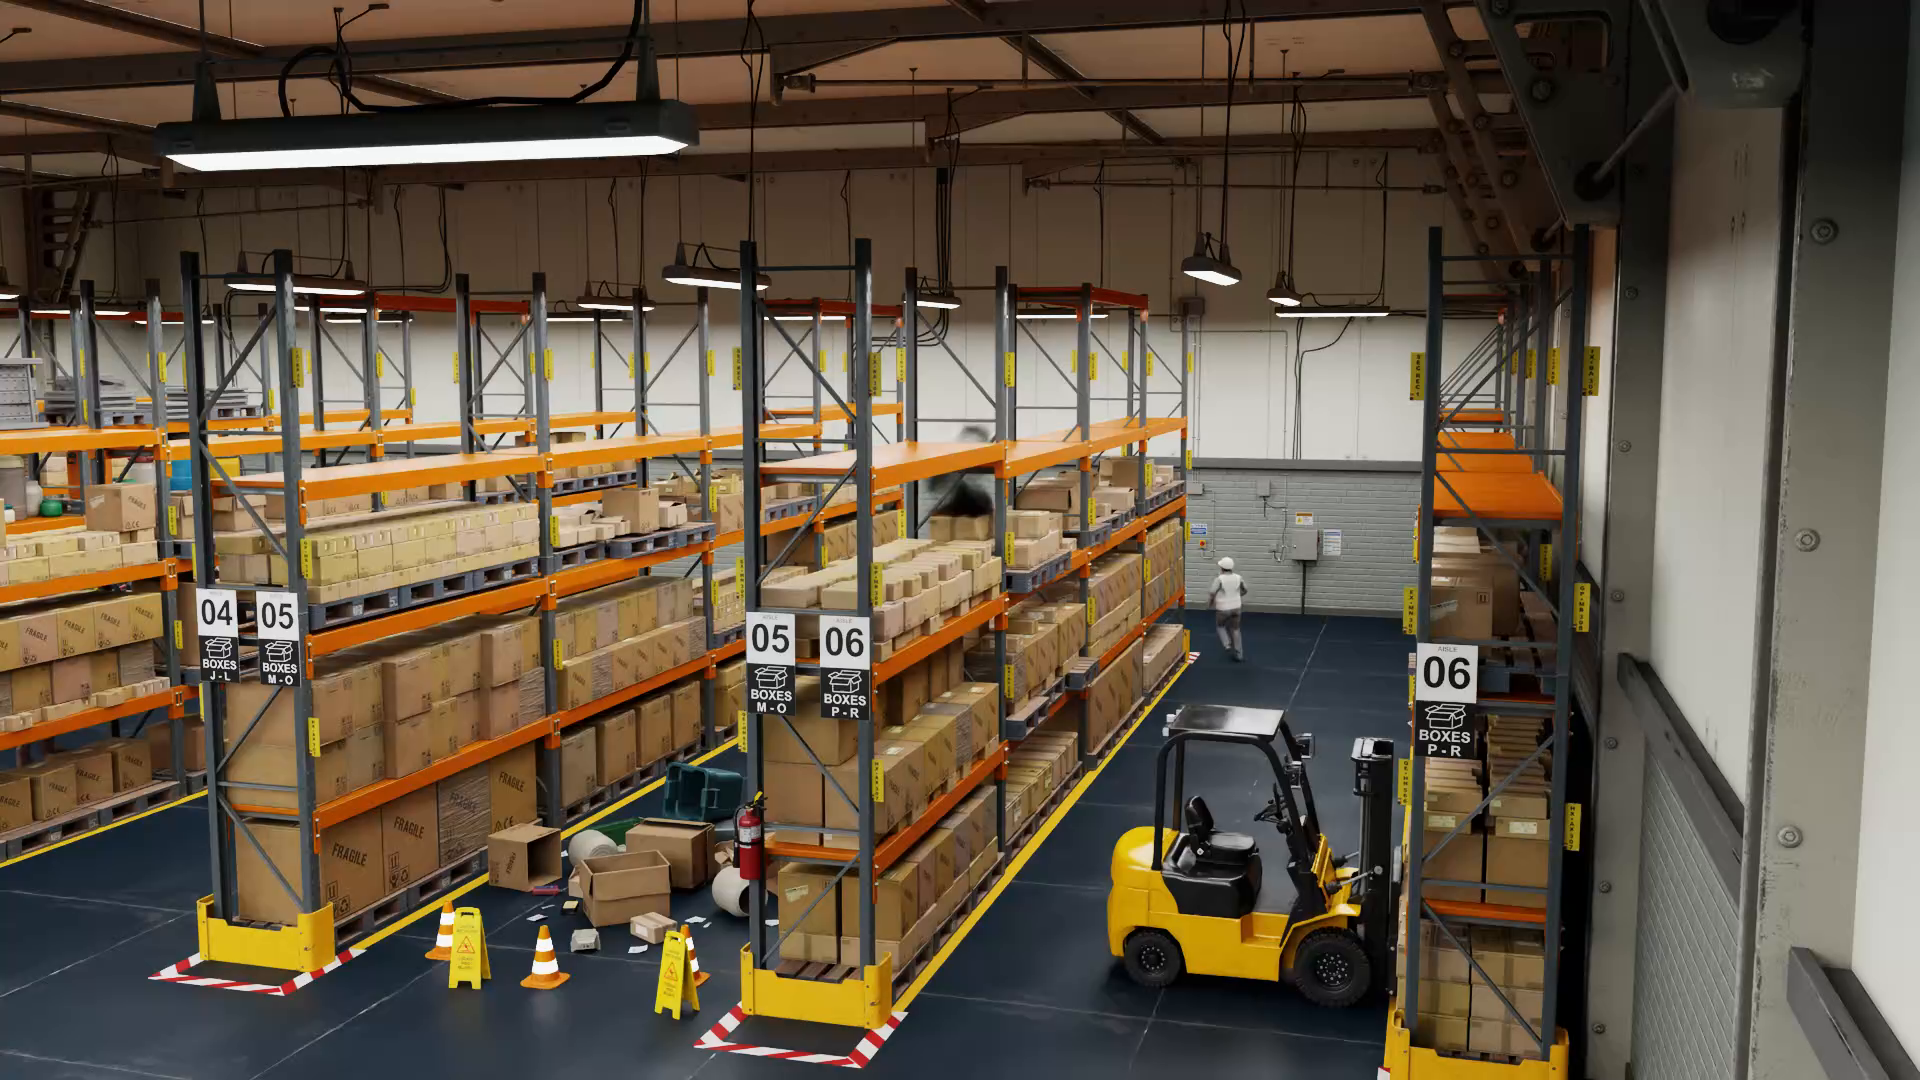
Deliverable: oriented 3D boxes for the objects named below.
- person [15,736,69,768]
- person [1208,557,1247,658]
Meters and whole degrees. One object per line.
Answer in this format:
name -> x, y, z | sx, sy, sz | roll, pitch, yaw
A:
person -> -10.888, 2.098, 19.612 | 0.656, 1.704, 0.952 | 2, 7, 14
person -> 4.517, 1.150, 28.240 | 0.727, 1.751, 0.605 | -1, 6, -10
